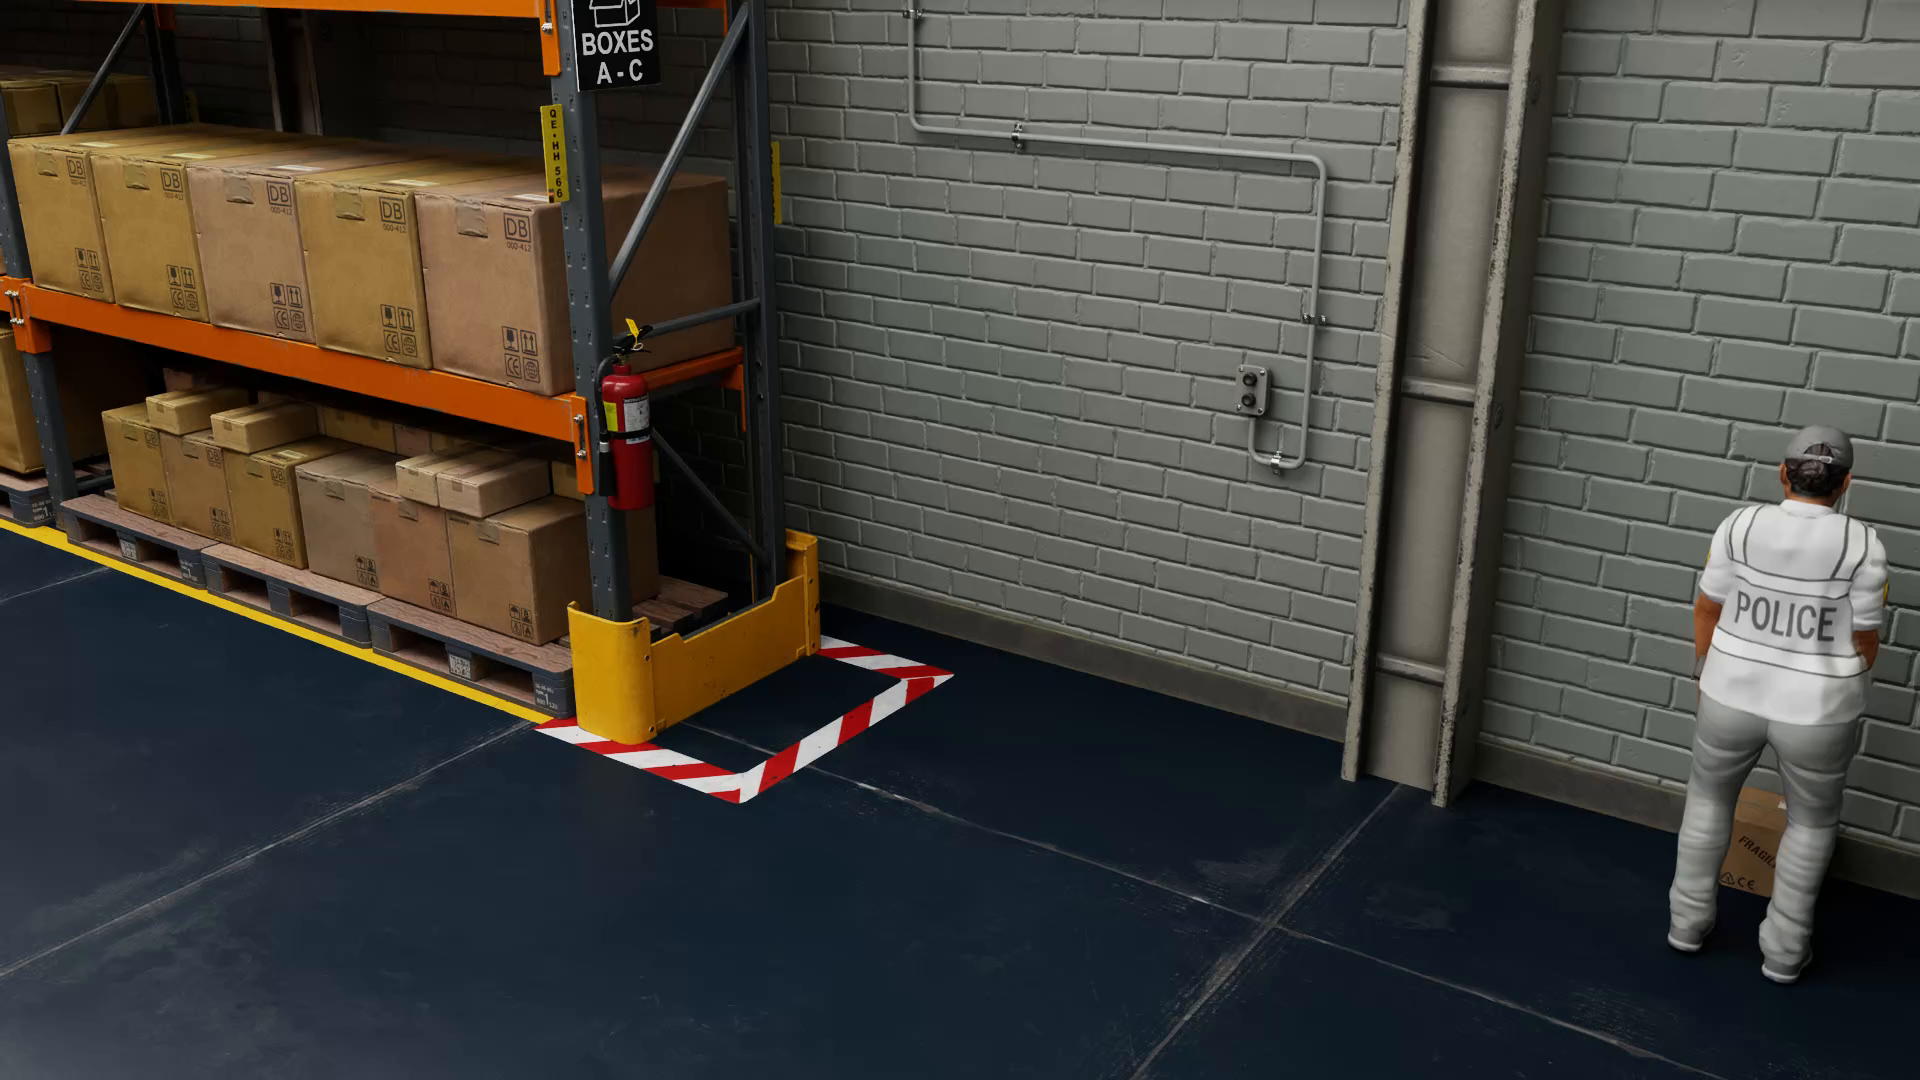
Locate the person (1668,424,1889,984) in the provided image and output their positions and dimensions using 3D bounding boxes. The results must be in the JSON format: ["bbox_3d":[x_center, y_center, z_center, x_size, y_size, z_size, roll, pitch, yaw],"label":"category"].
[{"bbox_3d":[2.346,0.476,4.811,0.483,1.645,0.428,14,24,33],"label":"person"}]
